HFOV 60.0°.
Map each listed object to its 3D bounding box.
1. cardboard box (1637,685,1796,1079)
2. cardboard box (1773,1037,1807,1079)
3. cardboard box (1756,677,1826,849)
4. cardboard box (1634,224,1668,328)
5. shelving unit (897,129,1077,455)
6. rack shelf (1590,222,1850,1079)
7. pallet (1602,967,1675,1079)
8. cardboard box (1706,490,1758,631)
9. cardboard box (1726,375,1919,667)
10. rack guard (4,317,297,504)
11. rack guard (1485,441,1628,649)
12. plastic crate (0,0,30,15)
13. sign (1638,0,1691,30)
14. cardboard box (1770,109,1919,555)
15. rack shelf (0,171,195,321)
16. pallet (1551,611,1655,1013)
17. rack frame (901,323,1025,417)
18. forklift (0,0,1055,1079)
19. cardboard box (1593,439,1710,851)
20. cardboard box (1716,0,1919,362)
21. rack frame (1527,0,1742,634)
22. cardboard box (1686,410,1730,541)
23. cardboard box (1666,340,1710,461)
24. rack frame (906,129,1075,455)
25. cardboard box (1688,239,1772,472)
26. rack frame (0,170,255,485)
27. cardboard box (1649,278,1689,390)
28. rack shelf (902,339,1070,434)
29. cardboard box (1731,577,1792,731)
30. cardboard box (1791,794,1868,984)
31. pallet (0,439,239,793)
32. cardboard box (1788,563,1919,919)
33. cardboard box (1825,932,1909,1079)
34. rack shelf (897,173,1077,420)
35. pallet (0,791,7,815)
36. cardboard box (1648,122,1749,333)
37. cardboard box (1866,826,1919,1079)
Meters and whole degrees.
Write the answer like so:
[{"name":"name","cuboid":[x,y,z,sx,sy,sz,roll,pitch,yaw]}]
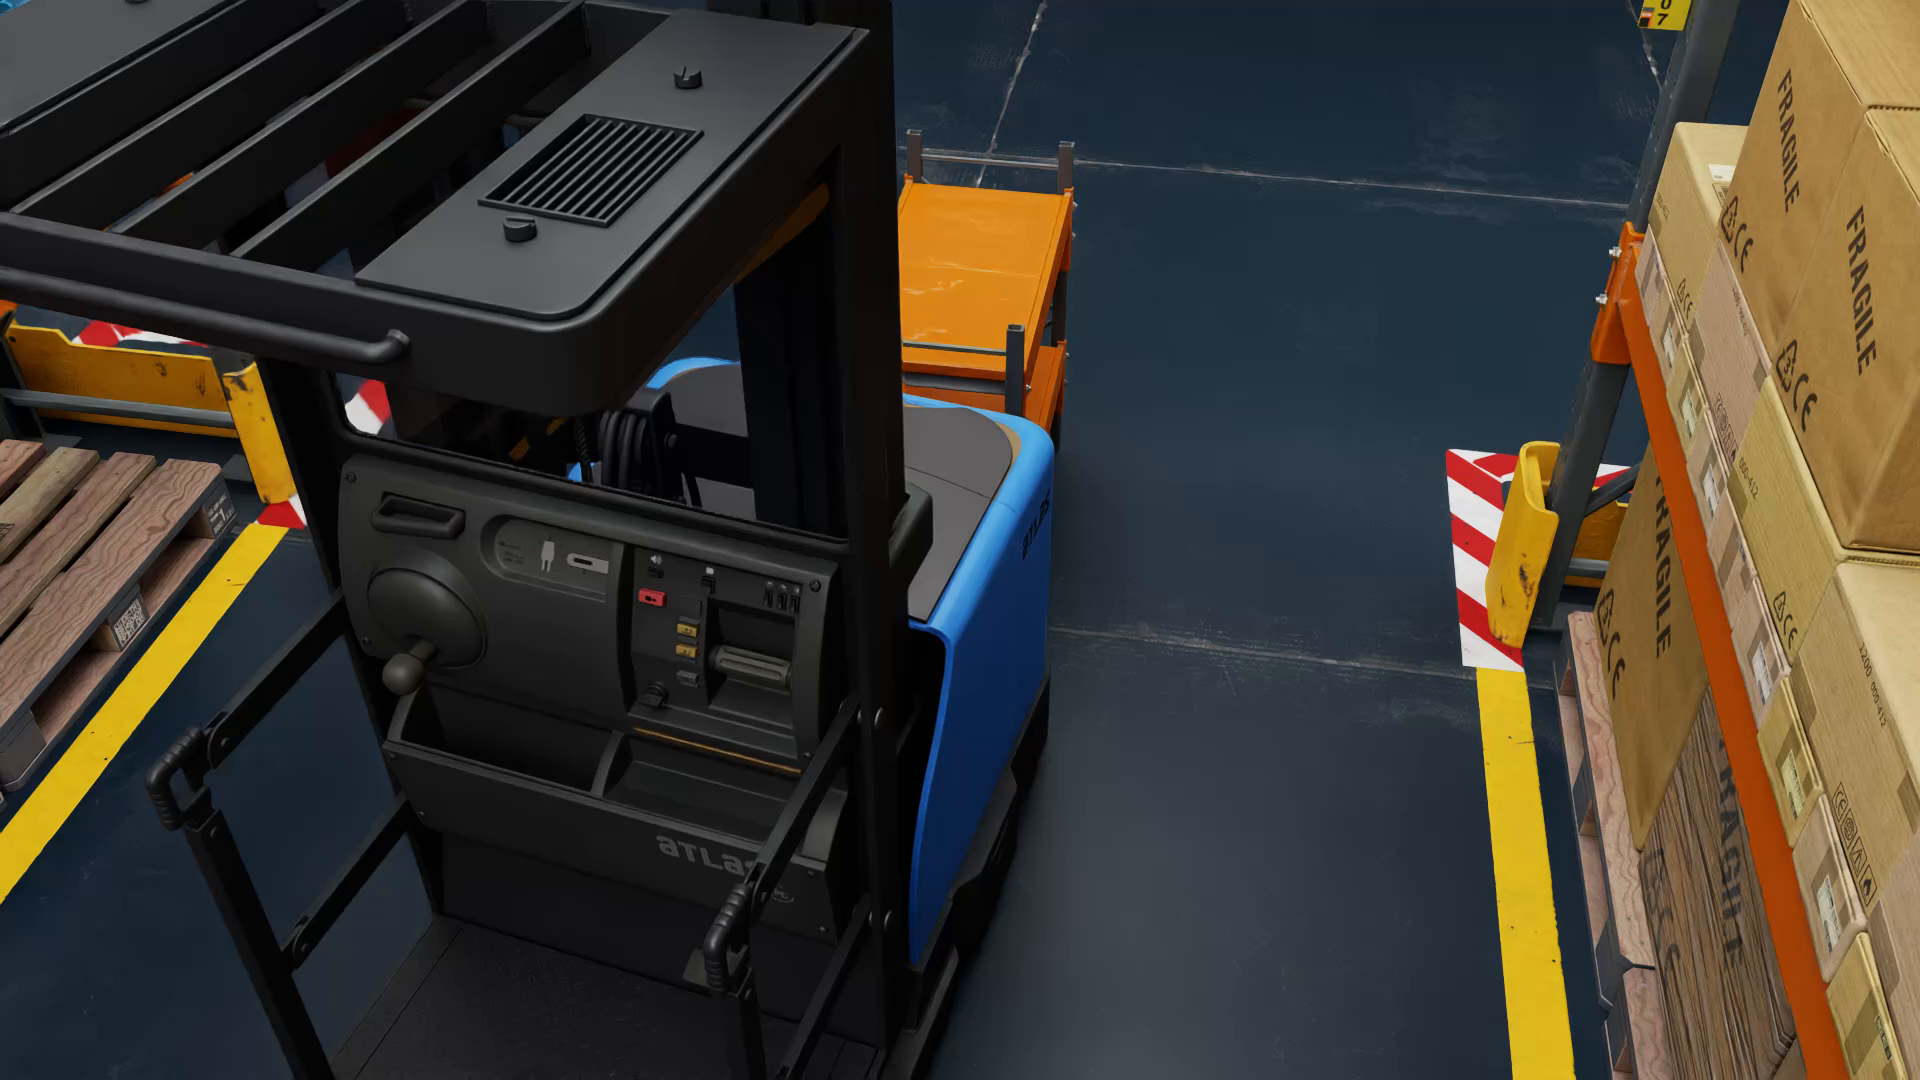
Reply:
[{"name":"cardboard box","cuboid":[1.971,0.763,3.312,0.875,0.875,0.875,6,40,8]},{"name":"cardboard box","cuboid":[1.817,1.321,2.636,0.875,0.875,0.875,6,40,8]},{"name":"cardboard box","cuboid":[1.509,0.373,2.642,0.380,0.149,0.250,5,40,7]},{"name":"cardboard box","cuboid":[1.774,-0.593,3.810,0.380,0.149,0.250,7,40,8]},{"name":"shelving unit","cuboid":[0.001,-0.438,4.897,0.538,1.125,1.048,6,40,8]},{"name":"rack shelf","cuboid":[1.815,0.656,2.667,1.077,0.370,4.000,6,40,8]},{"name":"pallet","cuboid":[1.886,1.472,3.303,1.003,0.211,1.213,6,40,8]},{"name":"cardboard box","cuboid":[1.598,0.052,3.030,0.380,0.149,0.250,6,40,7]},{"name":"cardboard box","cuboid":[1.638,-0.020,2.804,0.500,0.250,0.500,5,40,6]},{"name":"rack guard","cuboid":[-2.726,-0.475,5.433,1.175,0.500,0.348,6,40,8]},{"name":"rack guard","cuboid":[2.165,0.072,4.770,1.175,0.500,0.348,6,40,8]},{"name":"plastic crate","cuboid":[-2.592,-1.228,4.307,0.616,0.435,0.499,6,40,8]},{"name":"sign","cuboid":[1.615,-1.305,3.733,0.100,0.325,0.005,6,40,8]},{"name":"cardboard box","cuboid":[1.641,-0.311,2.568,0.500,0.500,0.500,5,40,6]},{"name":"rack shelf","cuboid":[-3.064,0.110,3.327,1.077,0.370,4.000,6,40,8]},{"name":"pallet","cuboid":[2.099,0.709,4.227,1.003,0.211,1.213,6,40,8]},{"name":"rack frame","cuboid":[-0.087,-0.119,4.511,0.500,1.125,0.032,6,40,8]},{"name":"forklift","cuboid":[-0.726,0.206,2.700,1.130,2.935,3.031,12,41,15]},{"name":"cardboard box","cuboid":[2.129,0.191,4.002,0.875,0.875,0.875,6,40,8]},{"name":"cardboard box","cuboid":[1.725,-0.637,2.962,0.500,0.500,0.500,5,40,7]},{"name":"rack frame","cuboid":[2.161,-0.876,3.956,1.000,3.000,0.127,6,40,8]},{"name":"cardboard box","cuboid":[1.643,-0.107,3.223,0.380,0.149,0.250,6,40,7]},{"name":"cardboard box","cuboid":[1.687,-0.271,3.421,0.380,0.149,0.250,6,40,7]},{"name":"rack frame","cuboid":[0.089,-0.757,5.283,0.500,1.125,0.032,6,40,8]},{"name":"cardboard box","cuboid":[1.728,-0.334,3.185,0.500,0.250,0.500,6,40,7]},{"name":"rack frame","cuboid":[-2.718,-1.422,4.616,1.000,3.000,0.127,6,40,8]},{"name":"cardboard box","cuboid":[1.731,-0.432,3.615,0.380,0.149,0.250,6,40,7]},{"name":"rack shelf","cuboid":[0.001,-0.249,5.053,0.538,0.278,1.000,6,40,8]},{"name":"cardboard box","cuboid":[1.554,0.214,2.834,0.380,0.149,0.250,6,40,7]},{"name":"cardboard box","cuboid":[1.466,0.537,2.443,0.380,0.149,0.250,7,40,8]},{"name":"pallet","cuboid":[-2.899,0.166,4.884,1.003,0.211,1.213,6,40,8]},{"name":"cardboard box","cuboid":[1.553,0.308,2.407,0.500,0.250,0.500,6,40,7]},{"name":"cardboard box","cuboid":[1.421,0.697,2.250,0.380,0.149,0.250,6,40,7]},{"name":"rack shelf","cuboid":[0.001,-0.663,4.710,0.538,0.278,1.000,6,40,8]},{"name":"pallet","cuboid":[-3.112,0.929,3.961,1.003,0.211,1.213,6,40,8]},{"name":"cardboard box","cuboid":[1.812,-0.661,3.580,0.500,0.250,0.500,5,40,6]},{"name":"cardboard box","cuboid":[1.462,0.626,2.023,0.500,0.250,0.500,7,40,9]}]
